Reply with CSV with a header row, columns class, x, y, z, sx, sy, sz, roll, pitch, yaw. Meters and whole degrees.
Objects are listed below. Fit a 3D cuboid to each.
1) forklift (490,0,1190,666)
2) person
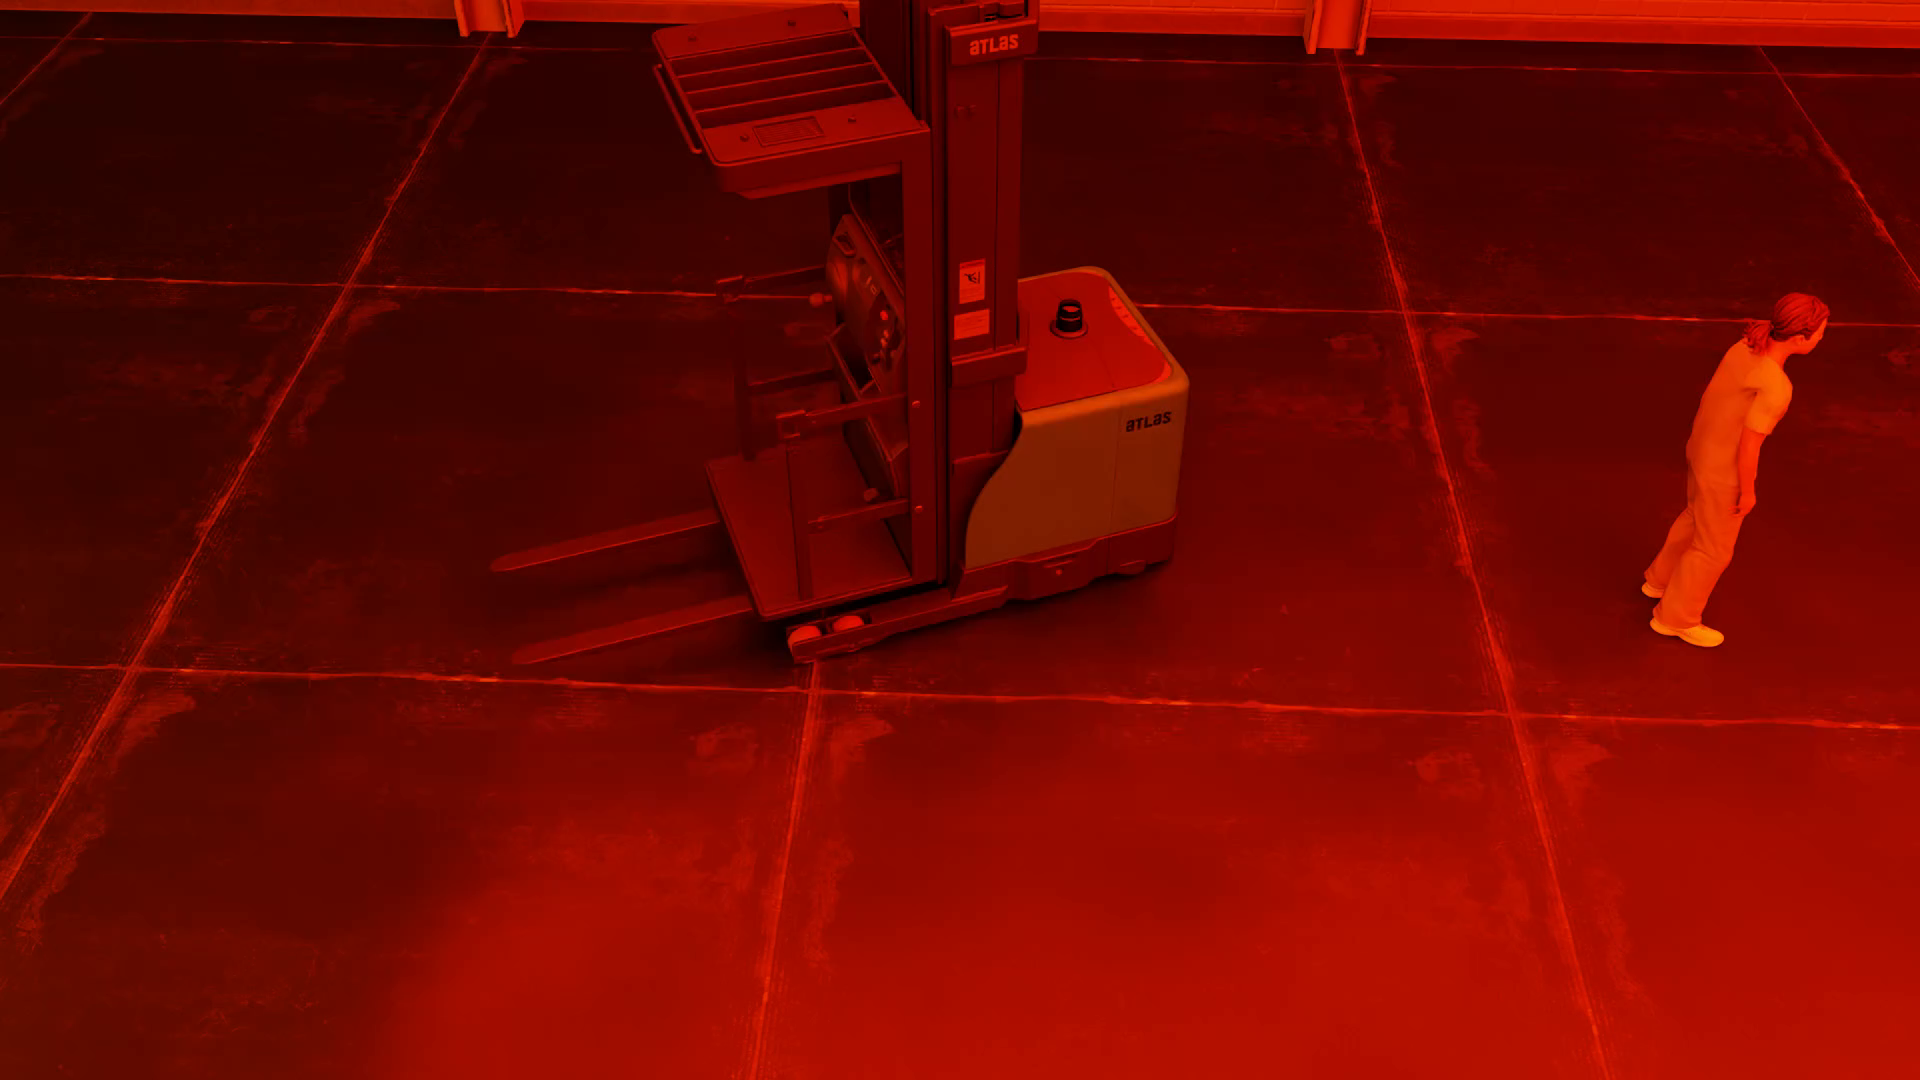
class,x,y,z,sx,sy,sz,roll,pitch,yaw
forklift,-0.573,-0.945,6.778,3.031,2.935,1.130,-13,44,-14
person,3.250,-0.312,7.018,0.365,1.671,0.508,4,43,5
